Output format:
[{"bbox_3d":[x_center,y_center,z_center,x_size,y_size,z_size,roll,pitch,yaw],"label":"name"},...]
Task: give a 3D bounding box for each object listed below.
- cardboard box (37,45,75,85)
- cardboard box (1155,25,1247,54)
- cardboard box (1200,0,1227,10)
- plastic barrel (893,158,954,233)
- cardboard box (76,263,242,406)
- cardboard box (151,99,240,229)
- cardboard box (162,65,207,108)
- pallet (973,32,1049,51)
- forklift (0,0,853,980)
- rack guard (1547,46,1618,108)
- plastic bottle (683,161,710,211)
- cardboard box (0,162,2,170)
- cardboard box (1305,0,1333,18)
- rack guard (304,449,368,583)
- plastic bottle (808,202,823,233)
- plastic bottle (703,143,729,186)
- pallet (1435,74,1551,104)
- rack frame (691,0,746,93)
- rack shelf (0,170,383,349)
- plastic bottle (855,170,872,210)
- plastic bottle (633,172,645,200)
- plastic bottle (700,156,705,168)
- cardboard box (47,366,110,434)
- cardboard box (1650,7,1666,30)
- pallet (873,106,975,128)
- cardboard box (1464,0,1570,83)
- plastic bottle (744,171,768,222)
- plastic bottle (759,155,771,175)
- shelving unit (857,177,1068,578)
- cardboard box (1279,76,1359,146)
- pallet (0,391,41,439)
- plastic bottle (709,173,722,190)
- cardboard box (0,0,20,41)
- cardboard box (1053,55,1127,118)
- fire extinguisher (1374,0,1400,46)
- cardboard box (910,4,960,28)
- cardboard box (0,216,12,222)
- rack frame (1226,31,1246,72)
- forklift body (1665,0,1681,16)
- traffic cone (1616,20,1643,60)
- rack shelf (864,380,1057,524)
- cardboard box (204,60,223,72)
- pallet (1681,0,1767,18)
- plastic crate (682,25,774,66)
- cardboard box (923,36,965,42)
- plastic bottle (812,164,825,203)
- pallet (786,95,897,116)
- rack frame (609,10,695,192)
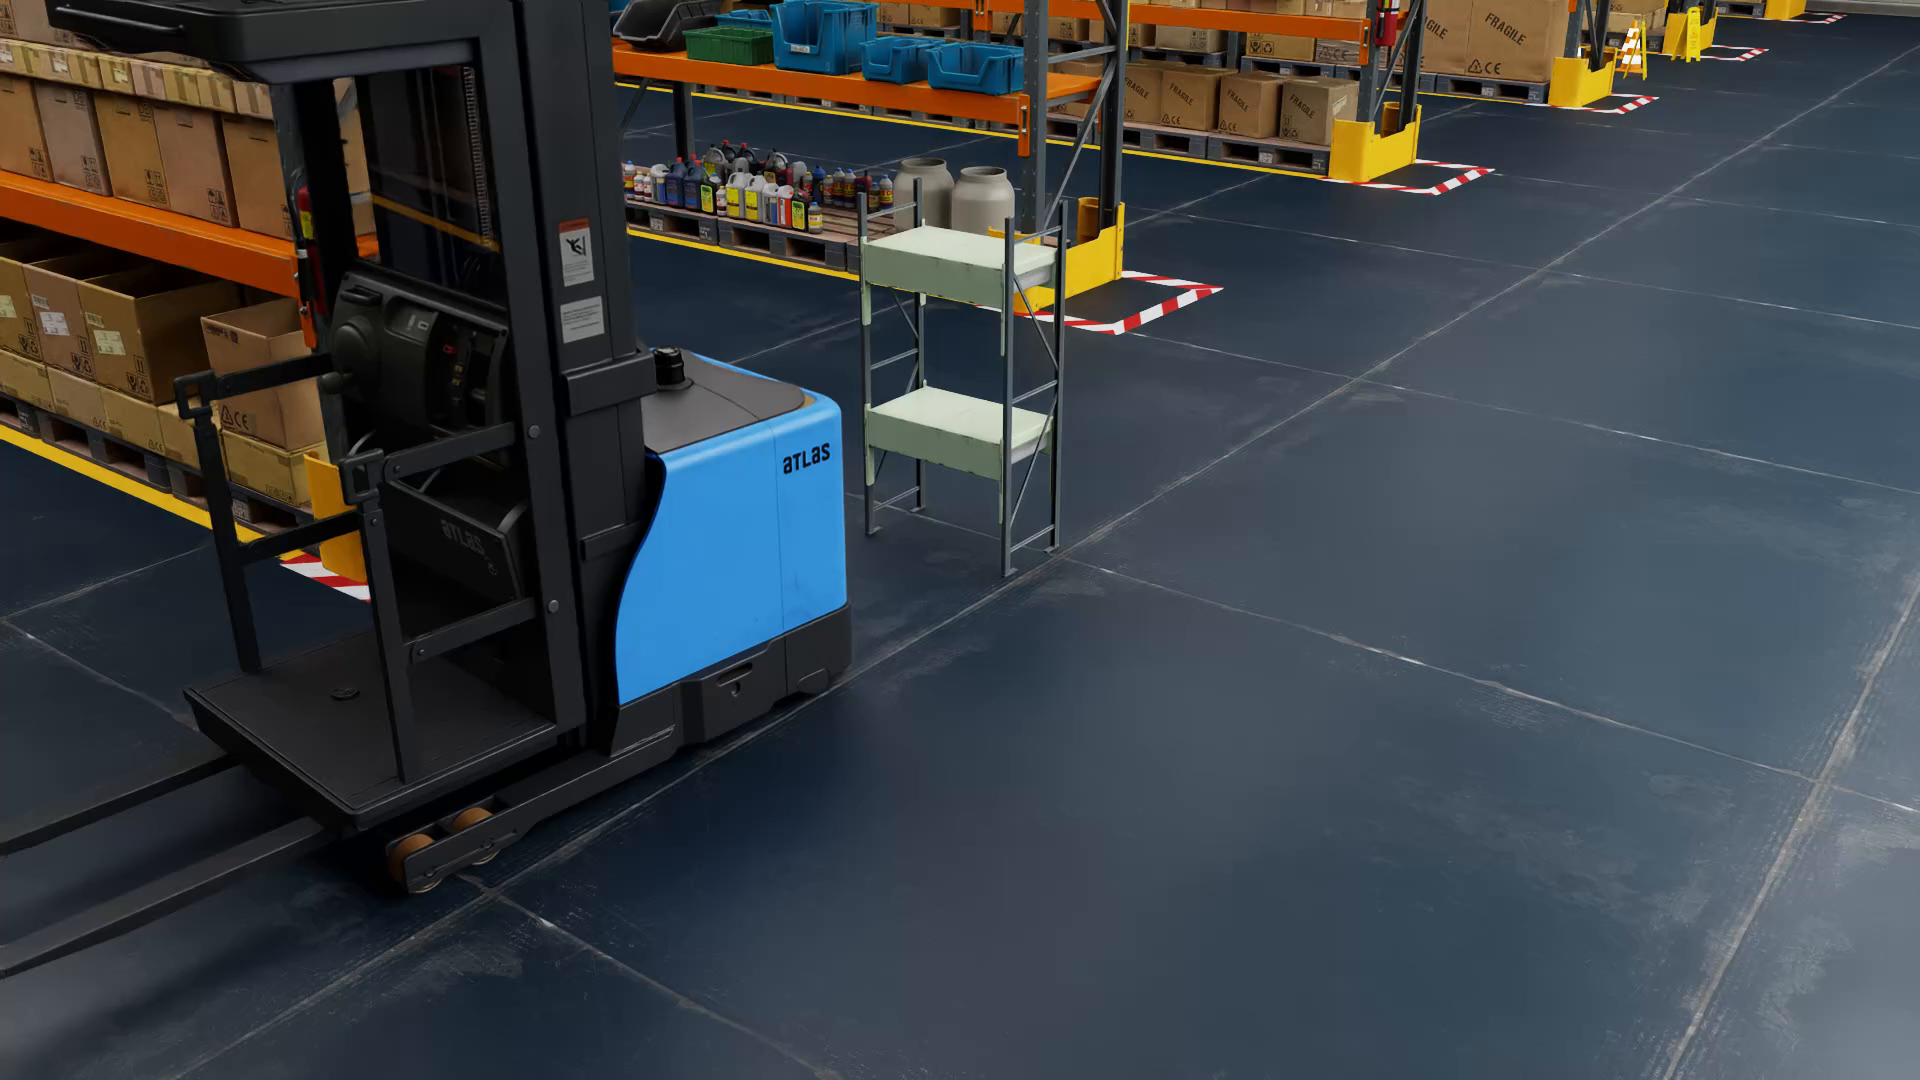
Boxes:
[{"bbox_3d":[-3.910,-2.169,7.523,0.250,0.149,0.380,16,29,33],"label":"cardboard box"},{"bbox_3d":[3.001,-6.443,20.422,0.750,0.750,1.050,17,29,33],"label":"cardboard box"},{"bbox_3d":[2.335,-4.800,14.736,0.250,0.149,0.380,17,29,33],"label":"cardboard box"},{"bbox_3d":[-0.247,-2.327,11.377,0.421,0.512,0.421,0,24,0],"label":"plastic barrel"},{"bbox_3d":[-3.664,-0.969,7.687,0.500,0.500,0.500,17,29,33],"label":"cardboard box"},{"bbox_3d":[-3.036,-1.709,7.285,0.500,0.500,0.700,18,29,35],"label":"cardboard box"},{"bbox_3d":[-3.082,-1.919,6.957,0.250,0.149,0.380,16,29,33],"label":"cardboard box"},{"bbox_3d":[0.937,-6.635,22.048,1.213,0.211,1.003,17,29,33],"label":"pallet"},{"bbox_3d":[-1.764,-0.536,4.832,1.130,2.935,3.031,21,31,39],"label":"forklift"},{"bbox_3d":[6.772,-5.042,18.074,0.348,0.500,1.175,17,29,33],"label":"rack guard"},{"bbox_3d":[-1.926,-2.600,12.170,0.185,0.351,0.144,15,28,31],"label":"plastic bottle"},{"bbox_3d":[-4.663,-2.203,8.406,0.500,0.500,0.700,16,29,33],"label":"cardboard box"},{"bbox_3d":[3.145,-4.564,14.200,0.250,0.149,0.380,17,29,33],"label":"cardboard box"},{"bbox_3d":[-2.228,-0.271,7.245,0.348,0.500,1.175,17,29,33],"label":"rack guard"},{"bbox_3d":[-1.006,-2.241,11.542,0.097,0.201,0.097,0,24,0],"label":"plastic bottle"},{"bbox_3d":[-1.873,-2.865,12.772,0.185,0.351,0.144,17,29,33],"label":"plastic bottle"},{"bbox_3d":[6.066,-5.084,18.527,1.213,0.211,1.003,17,29,33],"label":"pallet"},{"bbox_3d":[-2.705,-6.551,18.397,0.127,3.000,1.000,17,29,33],"label":"rack frame"},{"bbox_3d":[-3.848,-1.575,7.997,4.000,0.370,1.077,17,29,33],"label":"rack shelf"},{"bbox_3d":[-0.708,-2.576,12.199,0.133,0.283,0.061,17,29,34],"label":"plastic bottle"},{"bbox_3d":[-2.401,-2.663,12.499,0.097,0.201,0.097,0,24,0],"label":"plastic bottle"},{"bbox_3d":[-1.997,-2.919,13.079,0.097,0.201,0.097,0,24,0],"label":"plastic bottle"},{"bbox_3d":[-4.061,-0.748,8.117,0.500,0.250,0.500,17,29,33],"label":"cardboard box"},{"bbox_3d":[9.161,-7.032,22.378,0.500,0.250,0.500,17,29,33],"label":"cardboard box"},{"bbox_3d":[-0.128,-4.495,17.190,1.213,0.211,1.003,17,29,33],"label":"pallet"},{"bbox_3d":[6.170,-5.554,18.250,0.875,0.875,0.875,17,29,34],"label":"cardboard box"},{"bbox_3d":[-1.437,-2.452,11.834,0.185,0.351,0.144,18,30,35],"label":"plastic bottle"},{"bbox_3d":[-1.477,-2.808,12.727,0.133,0.283,0.061,19,30,37],"label":"plastic bottle"},{"bbox_3d":[0.005,-0.685,6.944,0.755,1.500,0.431,17,29,33],"label":"shelving unit"},{"bbox_3d":[3.207,-3.821,14.781,0.500,0.500,0.500,-20,31,-38],"label":"cardboard box"},{"bbox_3d":[-4.837,-0.906,9.045,1.213,0.211,1.003,17,29,33],"label":"pallet"},{"bbox_3d":[-1.786,-2.540,12.132,0.097,0.271,0.097,0,24,0],"label":"plastic bottle"},{"bbox_3d":[-4.284,-2.679,7.877,0.500,0.500,0.700,17,29,33],"label":"cardboard box"},{"bbox_3d":[1.255,-4.386,16.063,0.500,0.500,0.500,-16,28,-31],"label":"cardboard box"},{"bbox_3d":[3.512,-4.404,13.622,0.183,0.674,0.296,17,29,33],"label":"fire extinguisher"},{"bbox_3d":[-0.332,-7.249,22.563,0.500,0.500,0.500,17,29,33],"label":"cardboard box"},{"bbox_3d":[-5.265,-1.452,8.784,0.500,0.500,0.500,17,29,33],"label":"cardboard box"},{"bbox_3d":[3.552,-7.159,19.778,0.127,3.000,1.000,17,29,33],"label":"rack frame"},{"bbox_3d":[10.003,-8.897,24.776,1.214,2.155,2.313,17,29,33],"label":"forklift body"},{"bbox_3d":[8.523,-6.340,21.066,0.334,0.463,0.336,17,29,33],"label":"traffic cone"},{"bbox_3d":[0.005,-0.386,7.075,0.720,0.370,0.431,17,29,33],"label":"rack shelf"},{"bbox_3d":[-2.656,-2.190,6.767,0.500,0.500,0.700,17,29,33],"label":"cardboard box"},{"bbox_3d":[11.977,-8.311,25.851,1.213,0.211,1.003,17,29,33],"label":"pallet"},{"bbox_3d":[-1.557,-3.469,11.666,0.662,0.188,0.450,17,29,33],"label":"plastic crate"},{"bbox_3d":[-0.353,-4.918,17.245,0.500,0.500,0.700,17,29,33],"label":"cardboard box"},{"bbox_3d":[-1.054,-2.666,12.418,0.097,0.271,0.097,0,24,0],"label":"plastic bottle"},{"bbox_3d":[-1.108,-4.790,17.859,1.213,0.211,1.003,17,29,33],"label":"pallet"},{"bbox_3d":[-2.474,-3.985,12.575,0.127,3.000,1.000,17,29,33],"label":"rack frame"}]
